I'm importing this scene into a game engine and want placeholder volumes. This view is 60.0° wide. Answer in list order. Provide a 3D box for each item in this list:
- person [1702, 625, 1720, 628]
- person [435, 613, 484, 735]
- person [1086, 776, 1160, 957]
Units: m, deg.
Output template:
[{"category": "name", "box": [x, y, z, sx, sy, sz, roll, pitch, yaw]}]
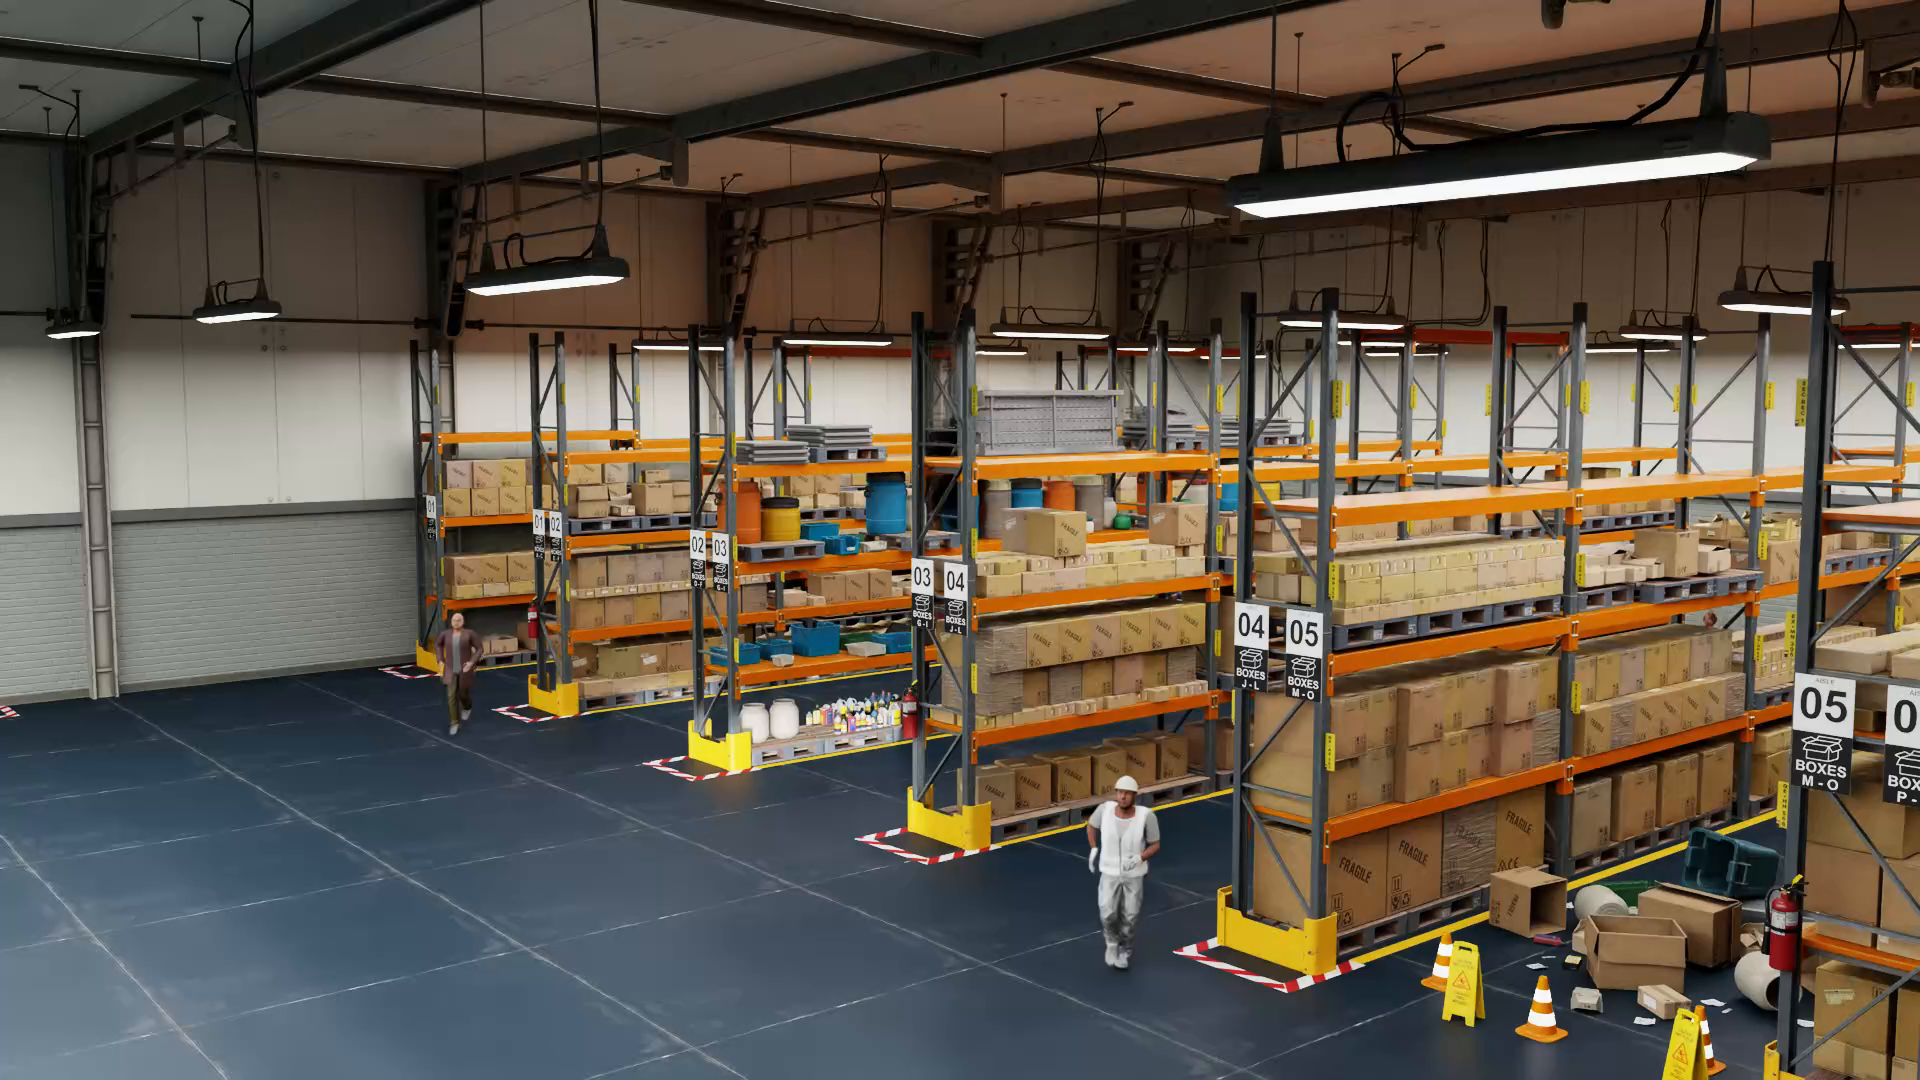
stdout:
[{"category": "person", "box": [12.012, 2.041, 26.671, 0.543, 1.356, 0.689, 5, 7, 44]}, {"category": "person", "box": [-7.552, 1.984, 25.084, 0.734, 1.786, 0.934, -1, 5, -7]}, {"category": "person", "box": [1.416, 2.903, 14.629, 0.674, 1.684, 0.575, 1, 5, 13]}]
